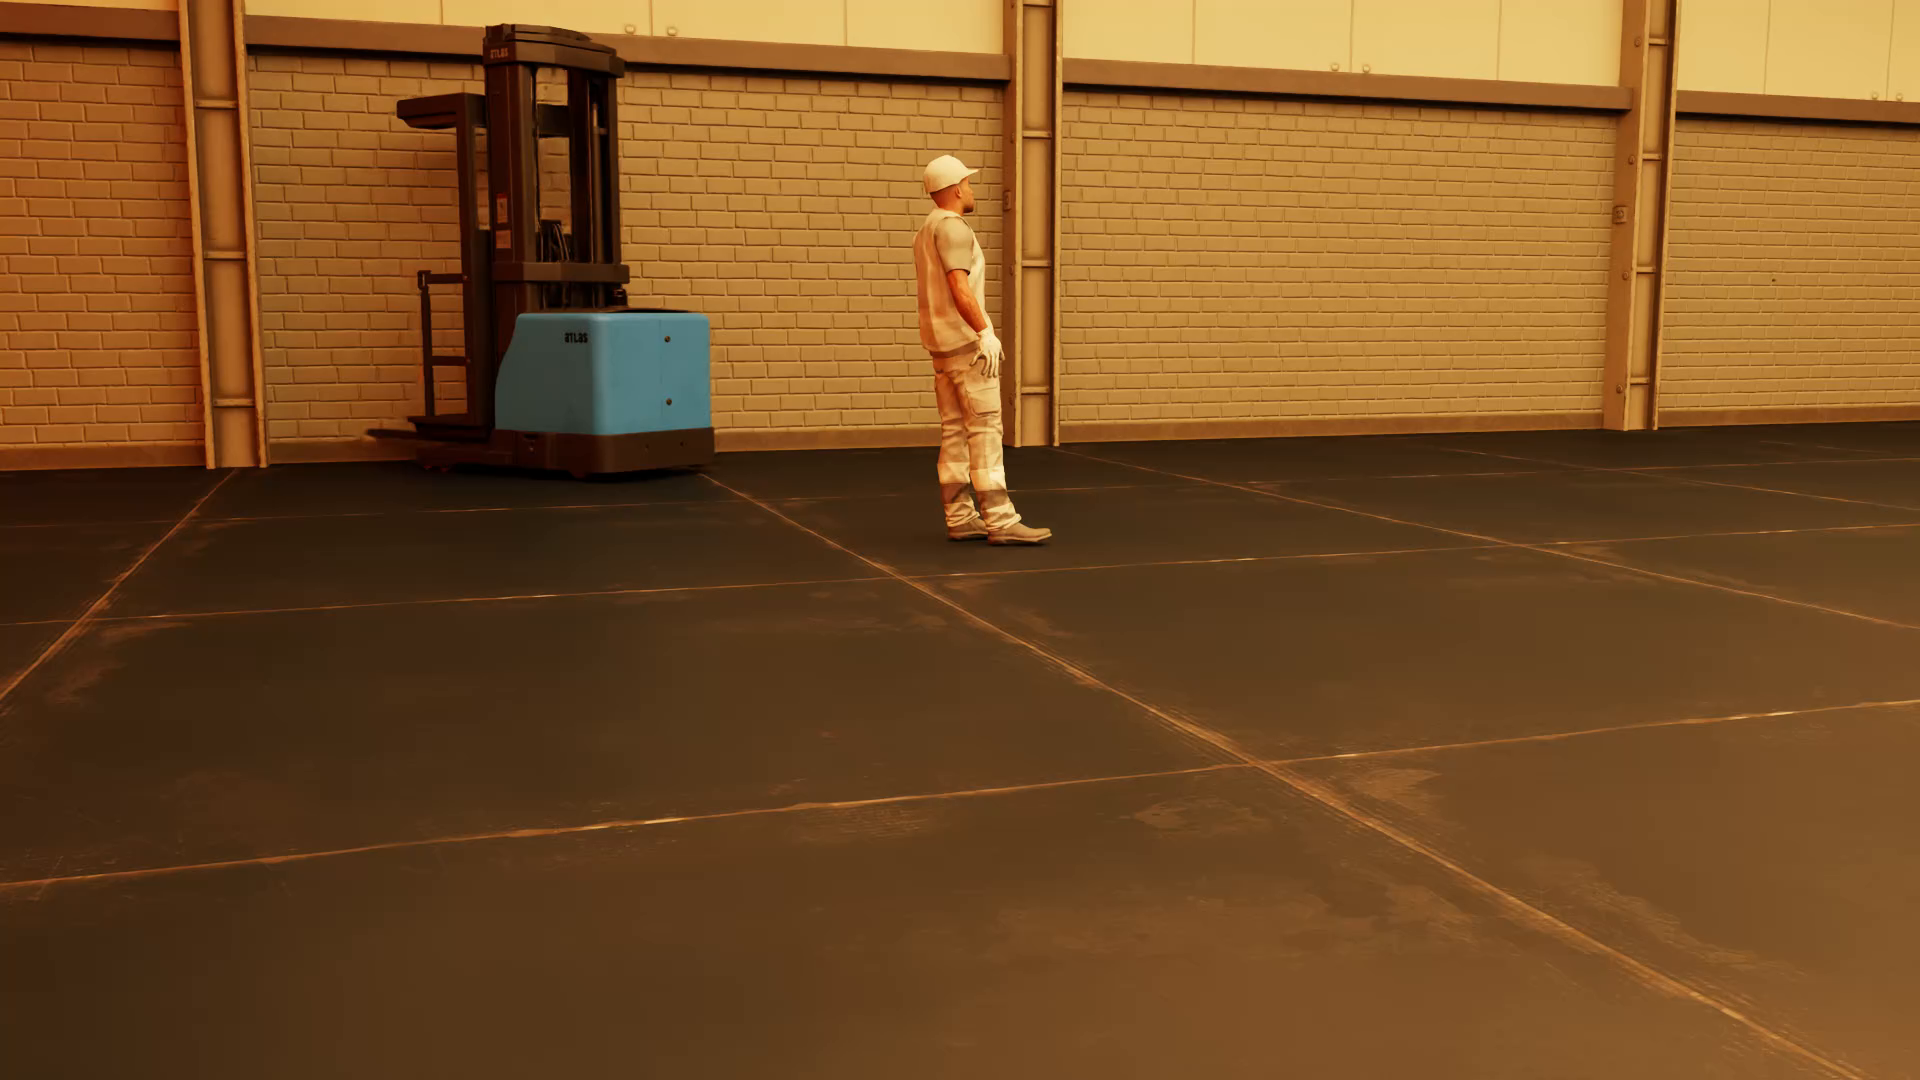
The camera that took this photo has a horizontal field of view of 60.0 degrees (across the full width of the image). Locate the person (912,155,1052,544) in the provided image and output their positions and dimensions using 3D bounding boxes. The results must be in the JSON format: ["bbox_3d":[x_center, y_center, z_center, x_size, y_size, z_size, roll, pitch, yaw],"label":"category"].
[{"bbox_3d":[0.080,-0.896,7.816,0.564,1.787,0.637,-3,8,-18],"label":"person"}]

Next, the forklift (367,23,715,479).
[{"bbox_3d":[-3.144,-1.973,11.557,3.031,2.935,1.130,6,10,36],"label":"forklift"}]
